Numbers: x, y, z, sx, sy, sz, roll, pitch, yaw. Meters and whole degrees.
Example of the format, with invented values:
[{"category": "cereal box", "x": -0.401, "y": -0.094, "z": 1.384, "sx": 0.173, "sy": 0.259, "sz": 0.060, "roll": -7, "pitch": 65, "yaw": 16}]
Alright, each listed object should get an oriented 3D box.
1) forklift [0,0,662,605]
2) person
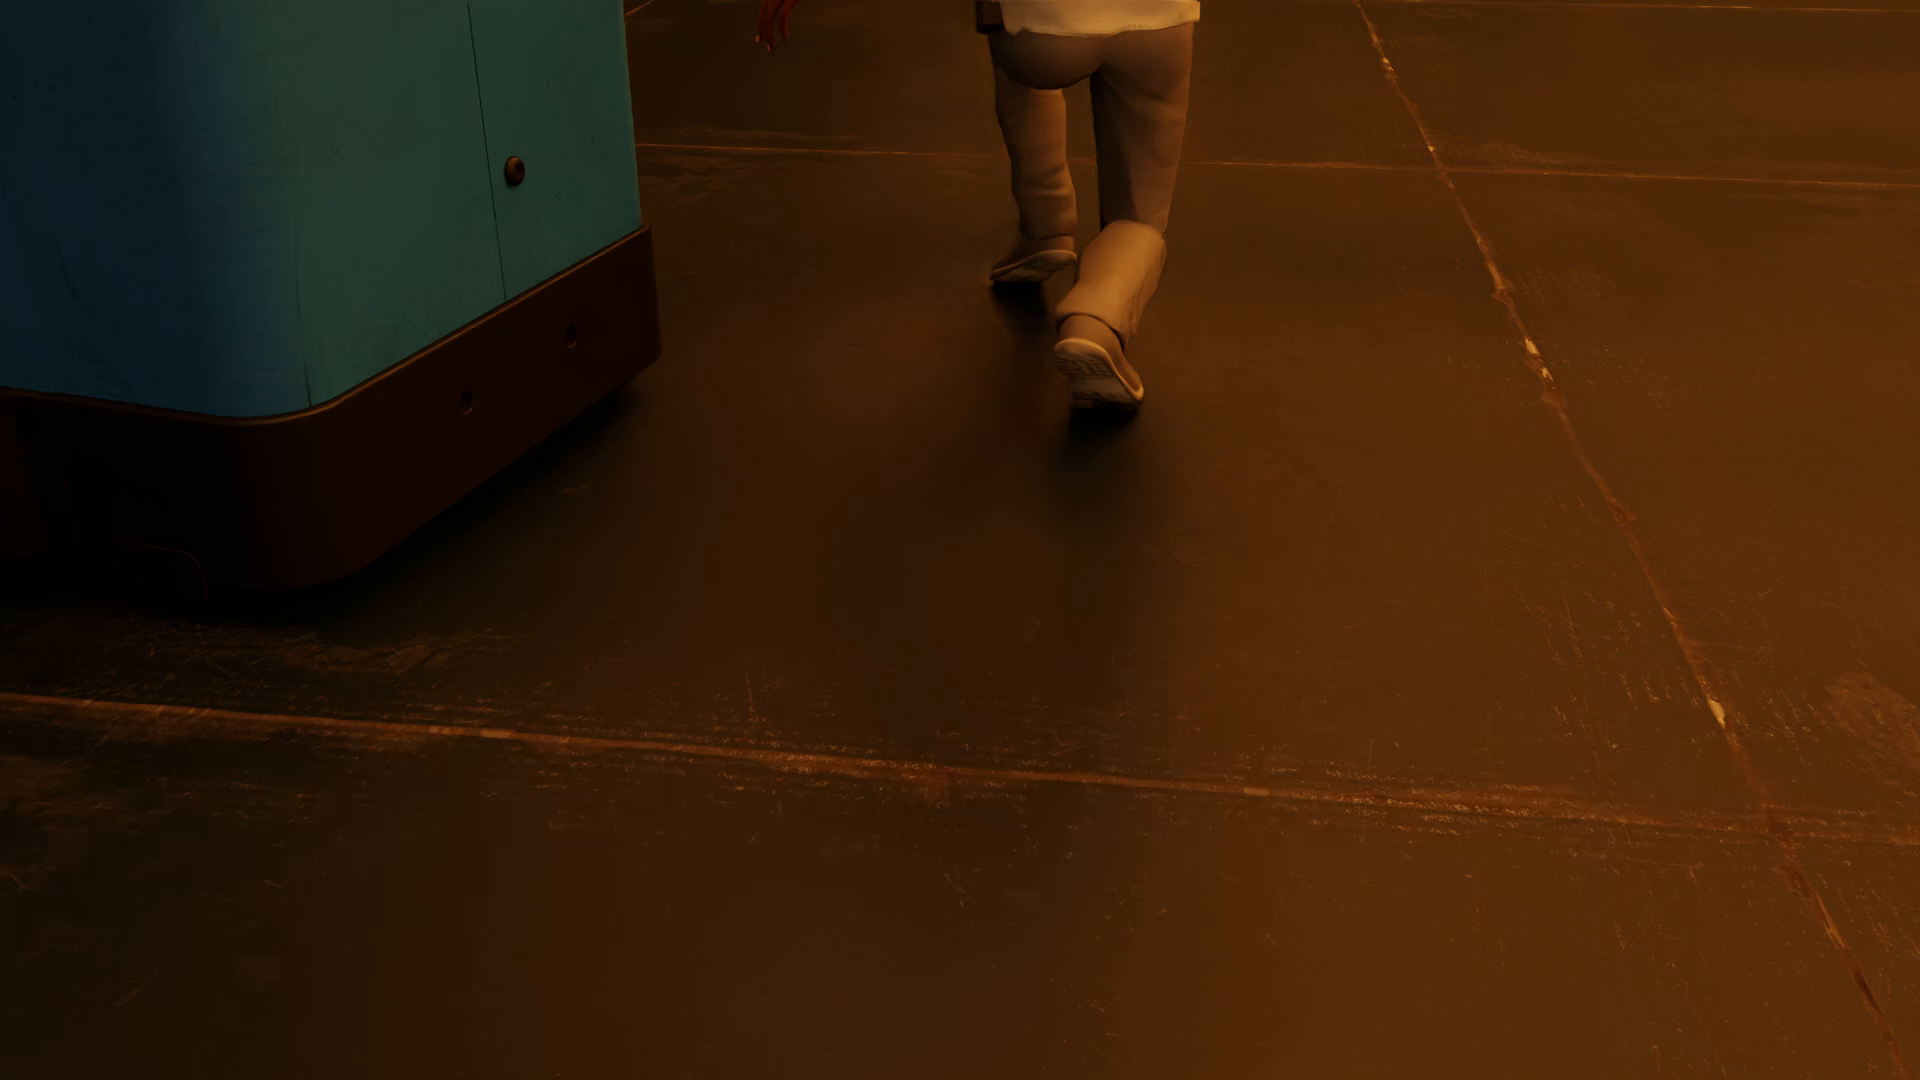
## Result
[{"category": "forklift", "x": -2.116, "y": -1.601, "z": 2.425, "sx": 3.031, "sy": 2.935, "sz": 1.130, "roll": 8, "pitch": 28, "yaw": 16}, {"category": "person", "x": 0.018, "y": -0.962, "z": 2.897, "sx": 0.849, "sy": 1.383, "sz": 0.950, "roll": -7, "pitch": 27, "yaw": -13}]
